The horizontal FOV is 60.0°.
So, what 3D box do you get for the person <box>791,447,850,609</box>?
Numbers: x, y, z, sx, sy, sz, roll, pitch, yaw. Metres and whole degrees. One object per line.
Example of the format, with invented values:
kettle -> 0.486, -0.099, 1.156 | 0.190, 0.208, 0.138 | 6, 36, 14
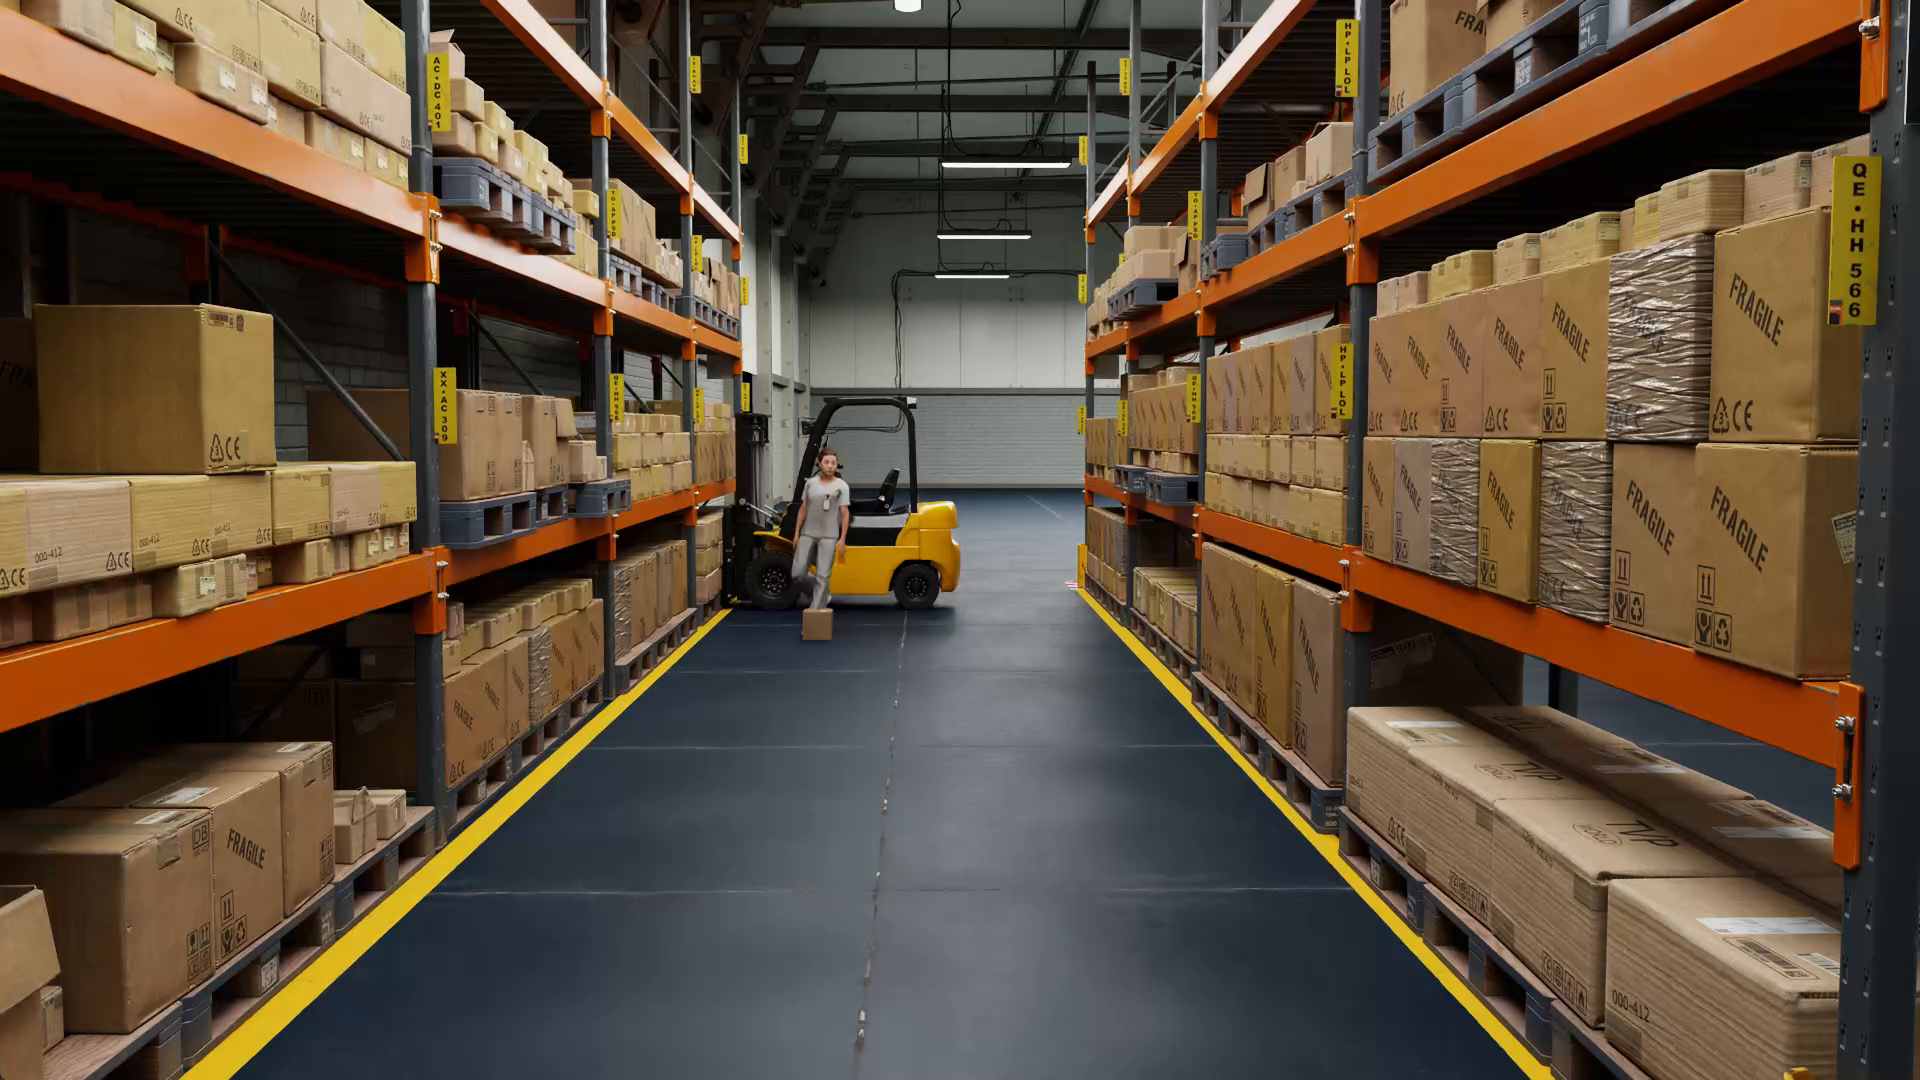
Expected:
person -> -1.271, 0.028, 14.890 | 0.515, 1.597, 0.684 | 1, 4, 14
